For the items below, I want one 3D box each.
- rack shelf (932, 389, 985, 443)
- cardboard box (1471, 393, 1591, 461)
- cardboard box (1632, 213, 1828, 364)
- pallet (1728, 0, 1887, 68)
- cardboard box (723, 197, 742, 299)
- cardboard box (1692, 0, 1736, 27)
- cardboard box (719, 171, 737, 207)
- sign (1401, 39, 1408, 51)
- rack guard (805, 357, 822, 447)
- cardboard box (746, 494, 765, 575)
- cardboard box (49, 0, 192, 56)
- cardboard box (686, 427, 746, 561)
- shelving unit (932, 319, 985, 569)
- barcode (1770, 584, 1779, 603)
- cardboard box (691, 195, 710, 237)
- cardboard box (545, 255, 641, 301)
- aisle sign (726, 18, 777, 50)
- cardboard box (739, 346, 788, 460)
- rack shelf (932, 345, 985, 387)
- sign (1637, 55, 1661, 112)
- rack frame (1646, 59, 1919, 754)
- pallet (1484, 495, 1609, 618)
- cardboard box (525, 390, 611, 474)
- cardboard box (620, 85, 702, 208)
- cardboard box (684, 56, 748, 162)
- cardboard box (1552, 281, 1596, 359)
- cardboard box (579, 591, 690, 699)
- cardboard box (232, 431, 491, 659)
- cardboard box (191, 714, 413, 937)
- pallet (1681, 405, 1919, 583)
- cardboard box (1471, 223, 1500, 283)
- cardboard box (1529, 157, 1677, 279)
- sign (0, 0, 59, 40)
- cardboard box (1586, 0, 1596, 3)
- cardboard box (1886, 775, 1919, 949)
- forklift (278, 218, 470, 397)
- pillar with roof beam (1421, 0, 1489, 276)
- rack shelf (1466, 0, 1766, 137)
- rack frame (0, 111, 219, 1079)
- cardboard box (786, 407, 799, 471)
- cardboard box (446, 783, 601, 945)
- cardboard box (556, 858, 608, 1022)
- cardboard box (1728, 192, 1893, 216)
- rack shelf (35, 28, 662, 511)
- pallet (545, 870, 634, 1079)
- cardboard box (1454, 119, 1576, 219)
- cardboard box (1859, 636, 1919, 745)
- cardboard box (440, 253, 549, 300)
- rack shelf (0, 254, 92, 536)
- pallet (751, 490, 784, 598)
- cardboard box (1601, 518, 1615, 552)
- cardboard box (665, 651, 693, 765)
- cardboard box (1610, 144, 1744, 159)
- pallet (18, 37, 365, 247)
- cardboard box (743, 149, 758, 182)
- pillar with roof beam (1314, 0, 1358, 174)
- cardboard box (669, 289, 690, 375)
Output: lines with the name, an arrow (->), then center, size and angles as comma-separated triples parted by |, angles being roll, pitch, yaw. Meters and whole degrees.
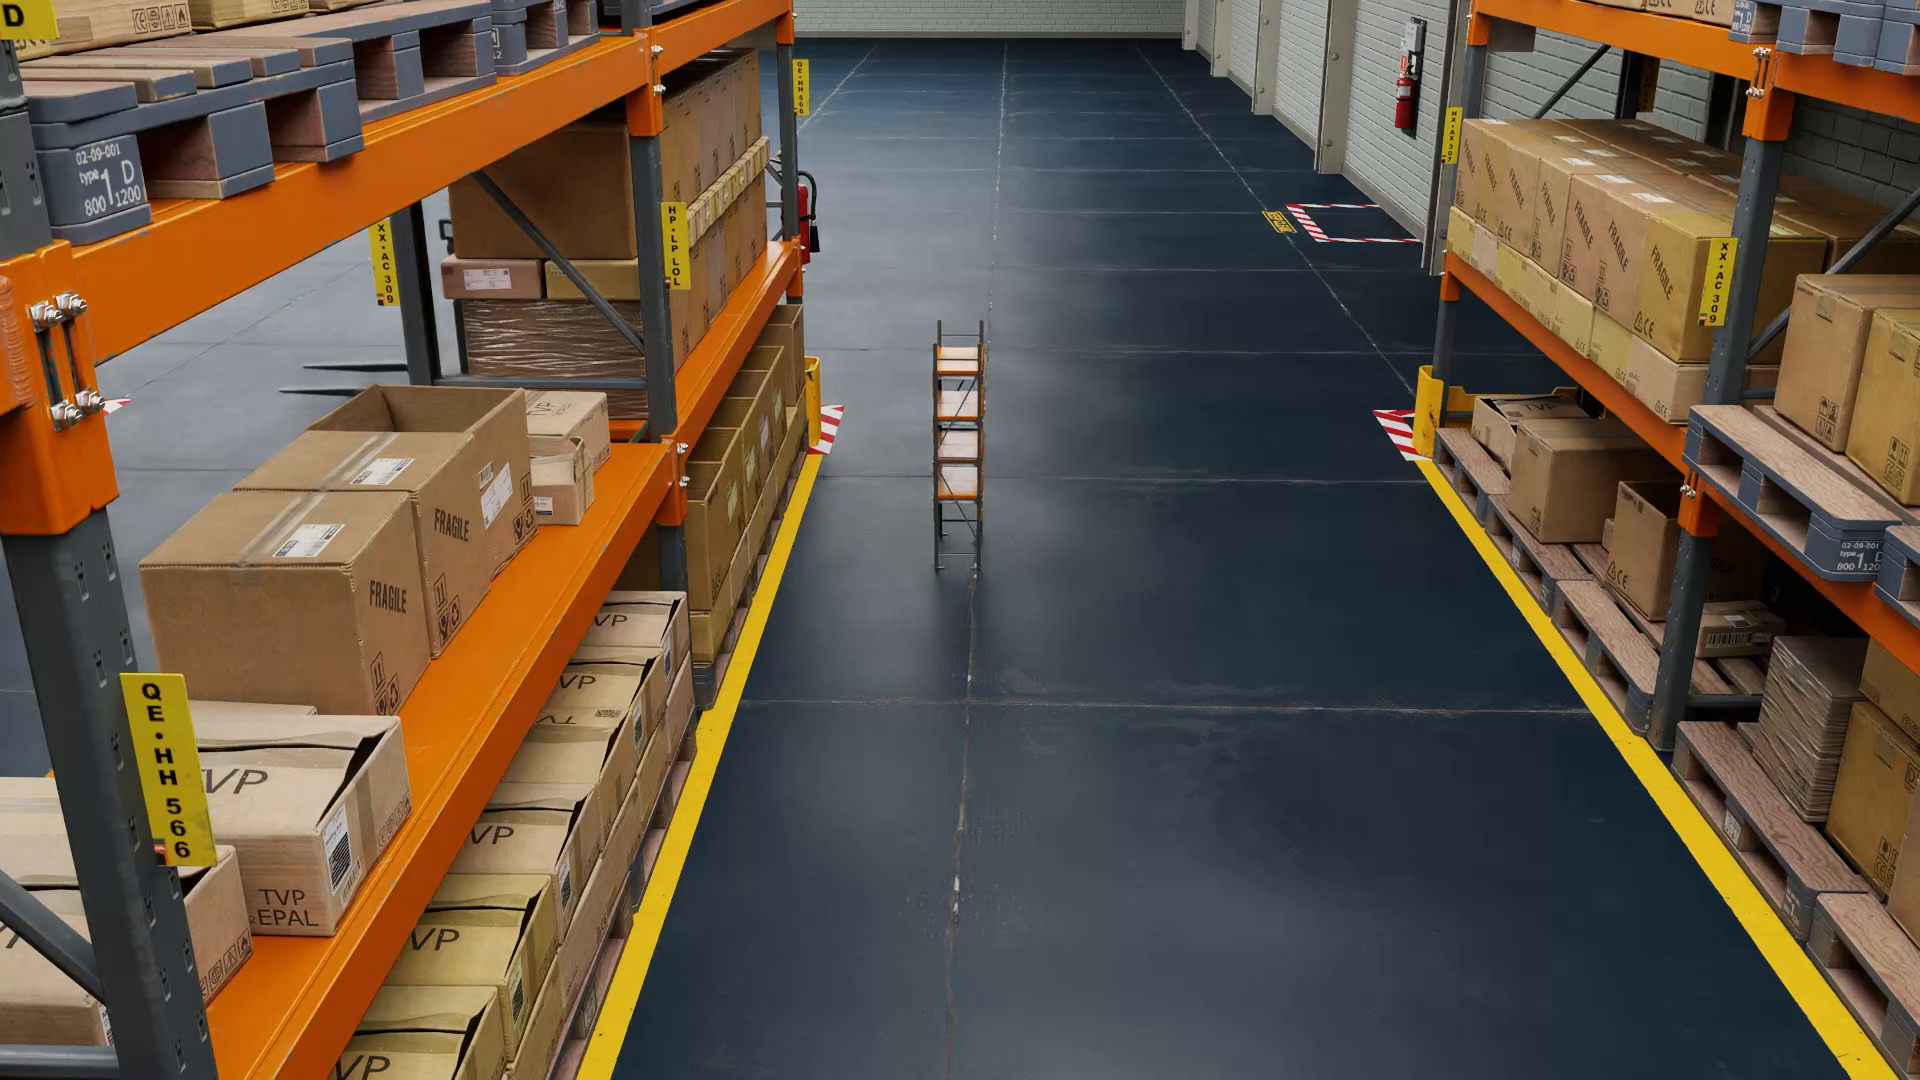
rack shelf -> -0.005, -0.645, 8.601 | 0.258, 0.148, 0.480 | 1, 21, 2
cardboard box -> 3.354, -0.693, 9.778 | 0.500, 0.311, 0.500 | -2, 21, -4
cardboard box -> 3.048, -1.008, 6.623 | 0.500, 0.500, 0.500 | 1, 21, 1
pallet -> 3.218, -1.633, 5.205 | 1.213, 0.211, 1.003 | 1, 21, 2
cardboard box -> -1.546, -1.553, 8.745 | 0.700, 0.500, 0.500 | 1, 21, 2
cardboard box -> 3.111, -2.185, 6.201 | 0.500, 0.500, 0.500 | 1, 21, 3
cardboard box -> -1.346, -1.785, 8.447 | 0.380, 0.149, 0.250 | 1, 21, 3
sign -> 4.715, -5.252, 17.635 | 0.001, 0.109, 0.331 | 1, 21, 2
rack guard -> -1.486, -0.887, 10.625 | 1.175, 0.500, 0.348 | 1, 21, 2
cardboard box -> -1.251, -0.037, 8.199 | 0.500, 0.250, 0.500 | 1, 21, 2
cardboard box -> -1.775, -1.030, 3.017 | 0.500, 0.250, 0.500 | 1, 21, 3
cardboard box -> -1.274, -0.206, 7.598 | 0.500, 0.500, 0.500 | 1, 21, 2
shelving unit -> -0.005, -0.500, 8.658 | 0.258, 1.200, 0.503 | 1, 21, 2
barcode -> 3.669, 0.242, 7.493 | 0.001, 0.075, 0.075 | 1, 21, 2
cardboard box -> -1.372, -1.508, 7.733 | 0.380, 0.149, 0.250 | 0, 21, 0
cardboard box -> -1.407, -1.042, 6.532 | 0.380, 0.149, 0.250 | 1, 21, 2
aisle sign -> -1.191, -3.276, 9.733 | 0.394, 0.787, 0.004 | 1, 21, 2
cardboard box -> -1.221, -0.749, 8.995 | 0.500, 0.500, 0.500 | 1, 21, 2
rack shelf -> -0.005, -0.866, 8.515 | 0.258, 0.148, 0.480 | 1, 21, 2
sign -> 4.019, -2.665, 9.712 | 0.100, 0.325, 0.005 | 1, 21, 2
rack frame -> 3.343, -0.545, 6.286 | 1.000, 3.000, 0.127 | 1, 21, 2
pallet -> 3.362, 0.070, 8.557 | 1.003, 0.211, 1.213 | 1, 21, 2
cardboard box -> -1.580, -0.349, 5.990 | 0.500, 0.250, 0.500 | 2, 21, 5
cardboard box -> -1.571, -1.773, 7.521 | 0.700, 0.500, 0.500 | 1, 21, 2
cardboard box -> -1.526, -2.317, 8.923 | 0.700, 0.500, 0.500 | 0, 21, 0
cardboard box -> 3.078, -1.021, 7.692 | 0.500, 0.250, 0.500 | 1, 21, 1
cardboard box -> -1.334, 0.377, 6.357 | 0.500, 0.311, 0.500 | 1, 21, 2
cardboard box -> -1.679, 0.005, 4.732 | 0.500, 0.500, 0.500 | 1, 21, 2
cardboard box -> -1.509, 0.569, 3.539 | 0.500, 0.311, 0.500 | 0, 21, 1
pallet -> 3.174, -0.180, 5.612 | 1.003, 0.211, 1.213 | 1, 21, 2
cardboard box -> 3.131, -1.569, 9.107 | 0.500, 0.250, 0.500 | 0, 21, 0
cardboard box -> 3.099, -1.558, 8.042 | 0.500, 0.500, 0.500 | 1, 21, 3
sign -> -1.188, -0.784, 2.042 | 0.100, 0.325, 0.005 | 1, 21, 2
cardboard box -> 3.146, -2.752, 7.661 | 0.500, 0.500, 0.500 | 2, 21, 5
cardboard box -> 3.316, 1.053, 5.015 | 0.700, 0.500, 0.500 | 1, 21, 2
forklift -> -3.011, -2.311, 10.933 | 3.031, 2.935, 1.130 | -2, 21, -5
pillar with roof beam -> 0.187, -6.742, 13.964 | 9.100, 9.000, 0.400 | 1, 21, 2
rack shelf -> 3.404, -2.331, 7.737 | 1.077, 0.370, 4.000 | 1, 21, 2
rack frame -> -1.730, 0.849, 2.695 | 1.000, 3.000, 0.127 | 1, 21, 2
cardboard box -> -1.211, -0.580, 9.597 | 0.500, 0.250, 0.500 | 1, 21, 2
cardboard box -> -1.380, 0.927, 4.939 | 0.500, 0.311, 0.500 | 0, 21, 1
cardboard box -> -1.381, 1.193, 5.027 | 0.500, 0.250, 0.500 | 1, 21, 3
cardboard box -> 3.586, -1.188, 7.088 | 0.500, 0.500, 0.500 | 1, 21, 1
rack shelf -> -1.669, -0.938, 4.147 | 1.077, 0.370, 4.000 | 1, 21, 2
pallet -> -1.626, 1.411, 5.100 | 1.003, 0.211, 1.213 | 1, 21, 2
cardboard box -> 3.150, -2.111, 9.465 | 0.500, 0.500, 0.500 | 1, 21, 2
cardboard box -> 3.327, 0.492, 5.426 | 0.500, 0.250, 0.500 | 0, 21, 0
cardboard box -> -1.814, -1.047, 6.547 | 0.380, 0.149, 0.250 | 1, 21, 2
rack shelf -> -1.791, 0.509, 0.419 | 1.077, 0.370, 4.000 | 1, 21, 2
pallet -> -1.508, -0.027, 8.807 | 1.003, 0.211, 1.213 | 1, 21, 2
cardboard box -> 3.412, 0.001, 8.212 | 0.380, 0.149, 0.250 | -1, 21, -3
cardboard box -> -1.331, 0.642, 6.450 | 0.500, 0.250, 0.500 | 0, 21, 1
cardboard box -> 3.626, -1.738, 8.505 | 0.500, 0.500, 0.500 | 0, 21, 0
pallet -> -1.799, -0.708, 2.822 | 1.213, 0.211, 1.003 | 2, 21, 4
cardboard box -> -1.322, -2.066, 9.171 | 0.380, 0.149, 0.250 | 0, 21, 1
pillar with roof beam -> 0.370, -8.911, 19.555 | 9.100, 9.000, 0.400 | 1, 21, 2
cardboard box -> -1.592, -0.996, 7.310 | 0.700, 0.500, 0.500 | 0, 21, 1
